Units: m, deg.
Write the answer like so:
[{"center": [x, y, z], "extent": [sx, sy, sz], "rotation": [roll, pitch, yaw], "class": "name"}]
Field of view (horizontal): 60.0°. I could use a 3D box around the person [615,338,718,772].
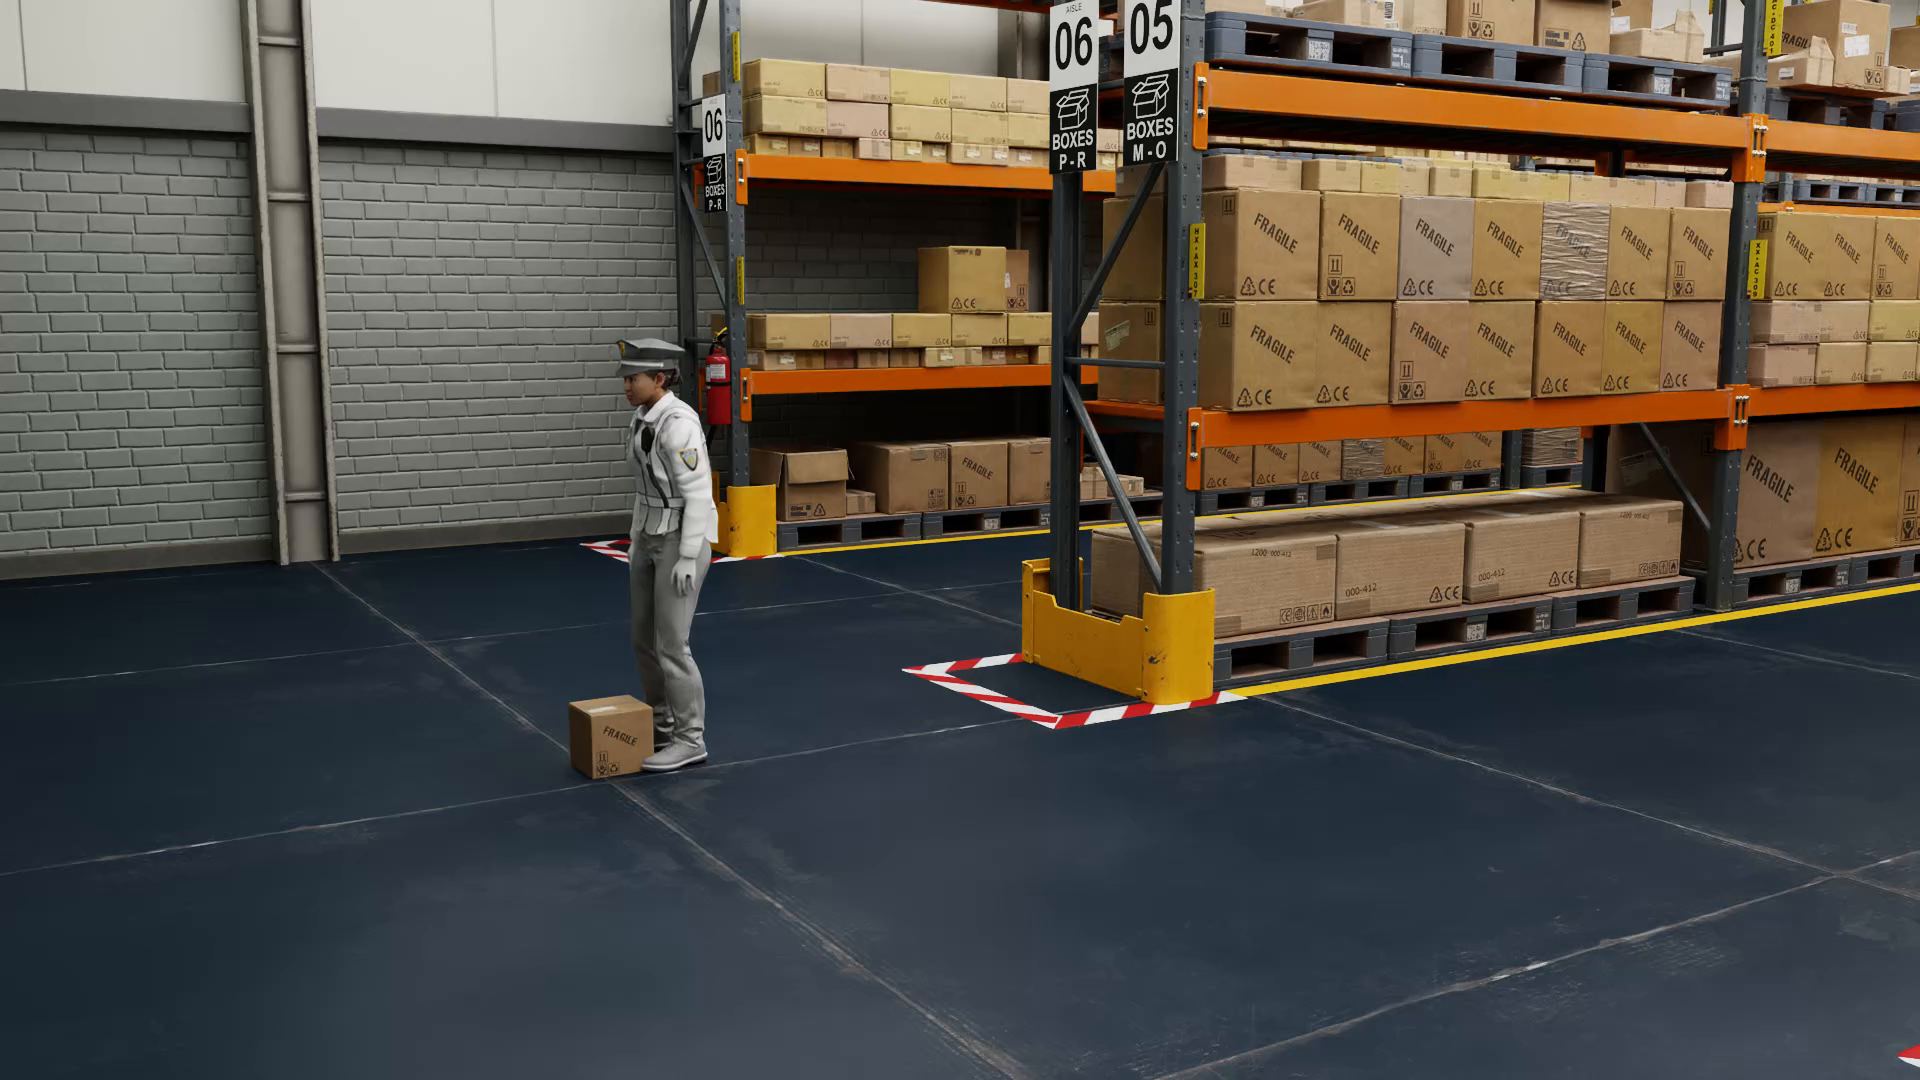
[{"center": [-1.152, 0.047, 6.499], "extent": [0.376, 1.662, 0.530], "rotation": [-5, 10, -33], "class": "person"}]
